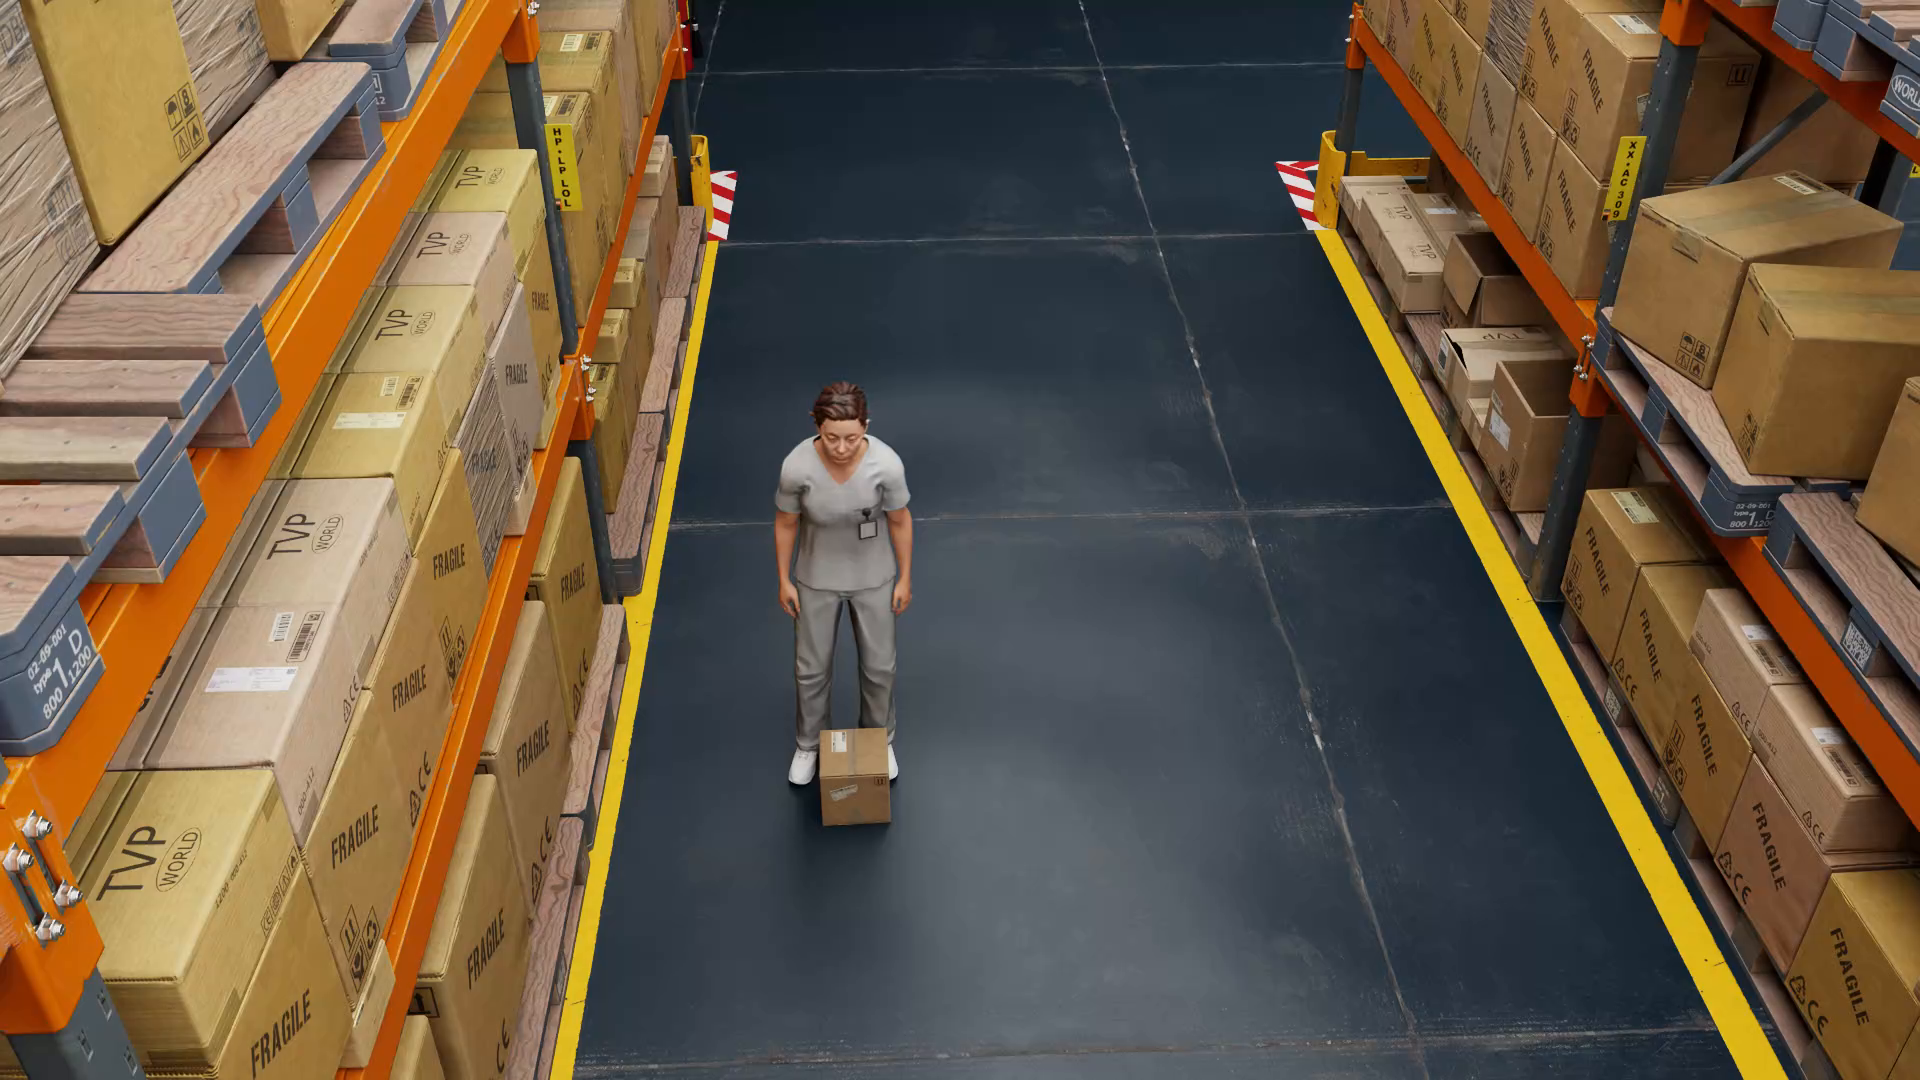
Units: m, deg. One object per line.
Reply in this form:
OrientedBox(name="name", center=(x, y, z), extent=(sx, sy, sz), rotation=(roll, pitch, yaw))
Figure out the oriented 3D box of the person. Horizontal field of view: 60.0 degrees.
OrientedBox(name="person", center=(-0.410, 0.151, 5.933), extent=(0.490, 1.673, 0.353), rotation=(-2, 35, -2))
